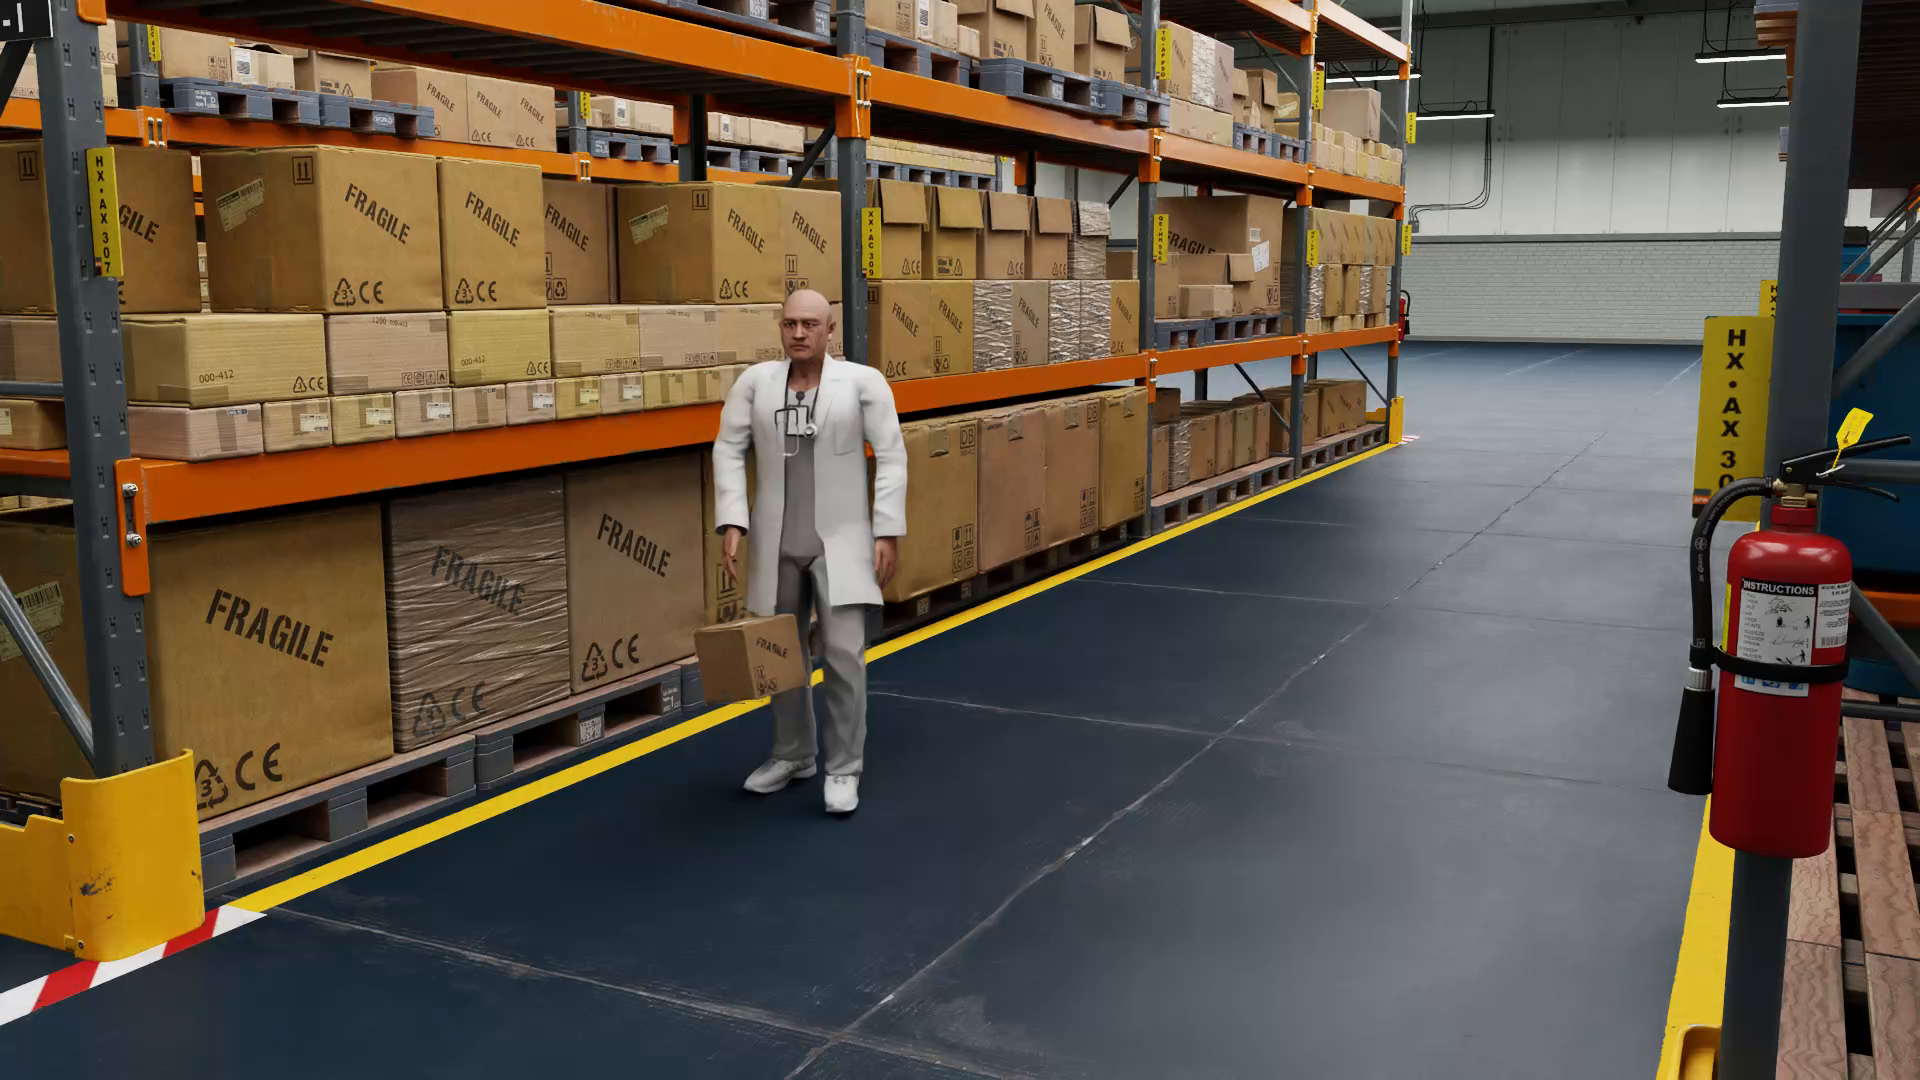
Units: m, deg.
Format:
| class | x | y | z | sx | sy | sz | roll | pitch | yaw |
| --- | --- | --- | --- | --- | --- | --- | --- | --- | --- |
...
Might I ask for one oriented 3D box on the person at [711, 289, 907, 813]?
| class | x | y | z | sx | sy | sz | roll | pitch | yaw |
| --- | --- | --- | --- | --- | --- | --- | --- | --- | --- |
| person | -0.522 | 0.027 | 5.749 | 0.676 | 1.770 | 0.542 | 2 | 9 | 11 |
